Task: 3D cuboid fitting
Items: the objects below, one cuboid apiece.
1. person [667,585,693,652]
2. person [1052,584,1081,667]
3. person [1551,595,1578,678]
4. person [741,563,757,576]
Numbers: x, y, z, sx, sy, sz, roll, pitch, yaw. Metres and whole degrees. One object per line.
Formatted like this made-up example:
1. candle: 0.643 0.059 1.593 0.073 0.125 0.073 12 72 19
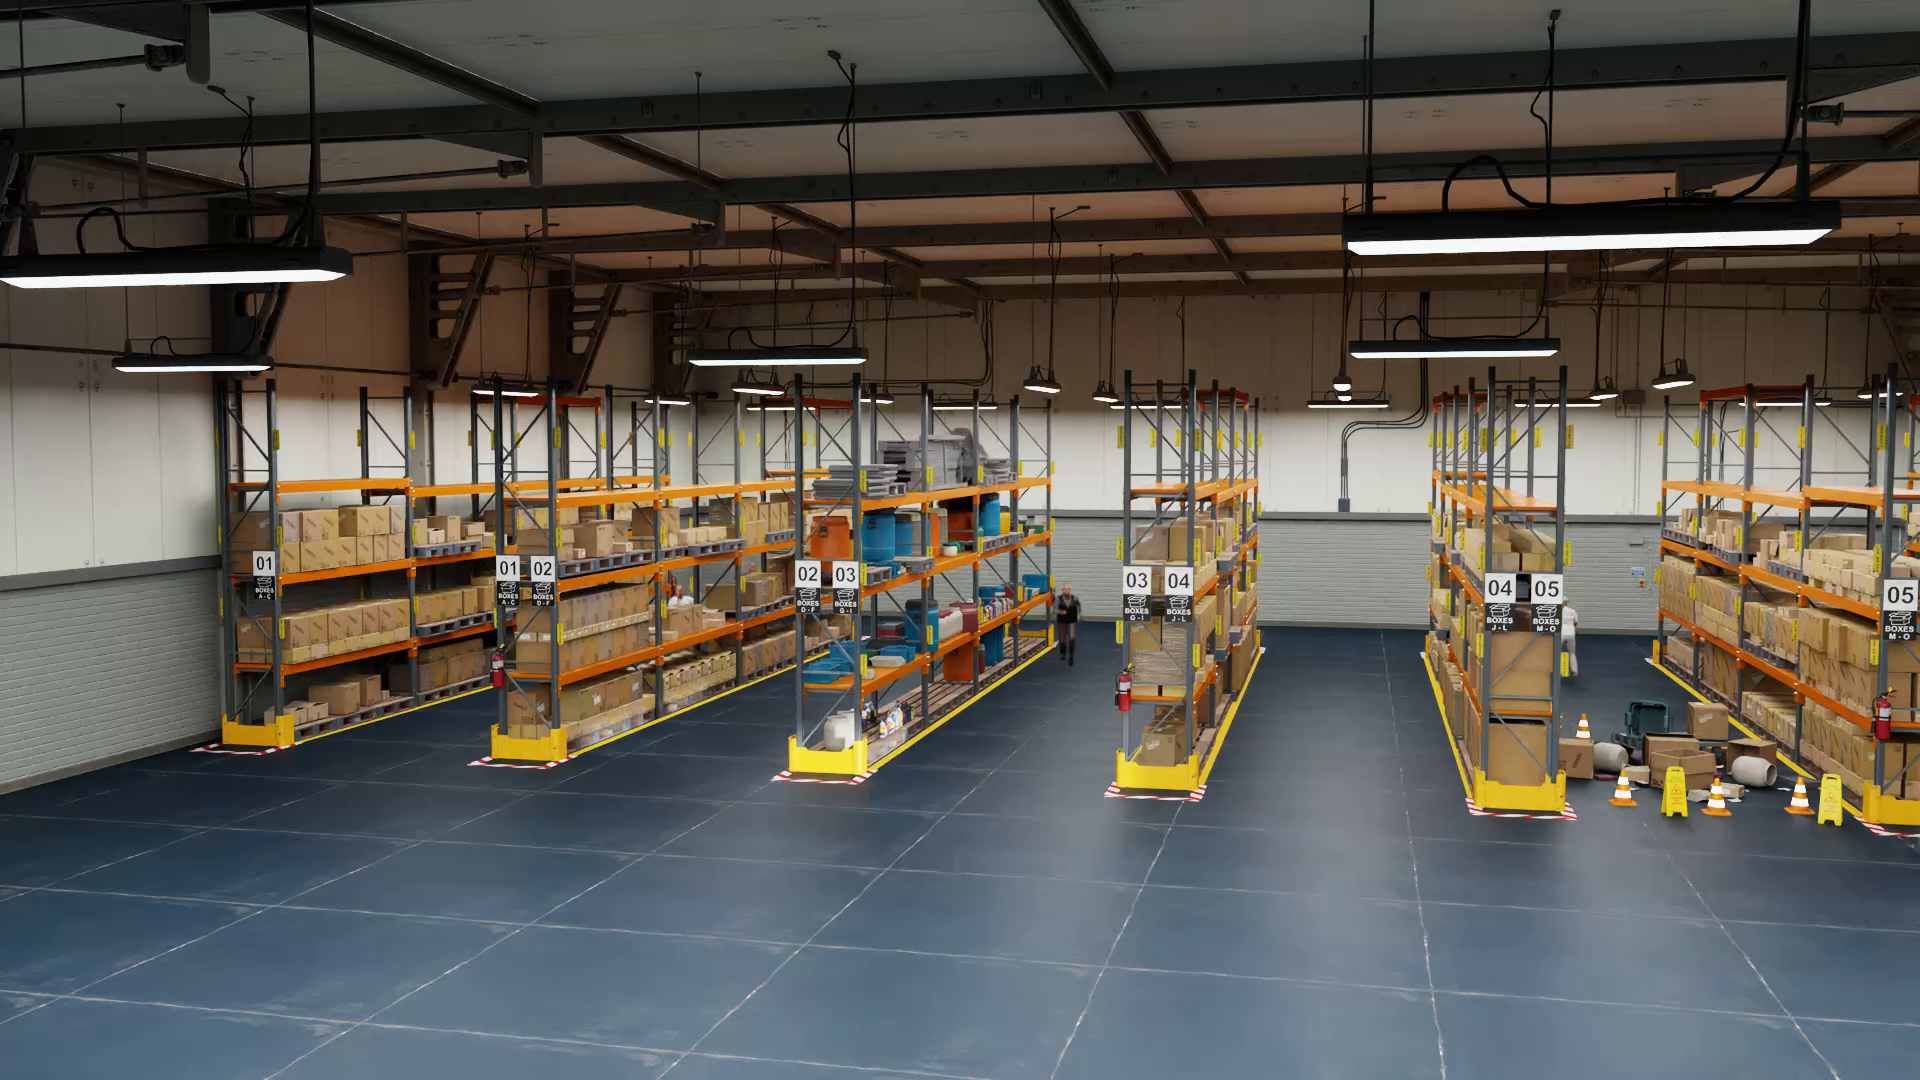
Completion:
1. person: -6.219 1.901 37.042 0.655 1.778 0.849 1 4 15
2. person: 2.296 1.819 35.744 0.631 1.754 0.833 0 3 0
3. person: 12.655 2.053 34.808 0.666 1.750 1.001 0 3 1
4. person: -5.612 1.482 44.473 0.850 1.739 0.772 3 5 43
